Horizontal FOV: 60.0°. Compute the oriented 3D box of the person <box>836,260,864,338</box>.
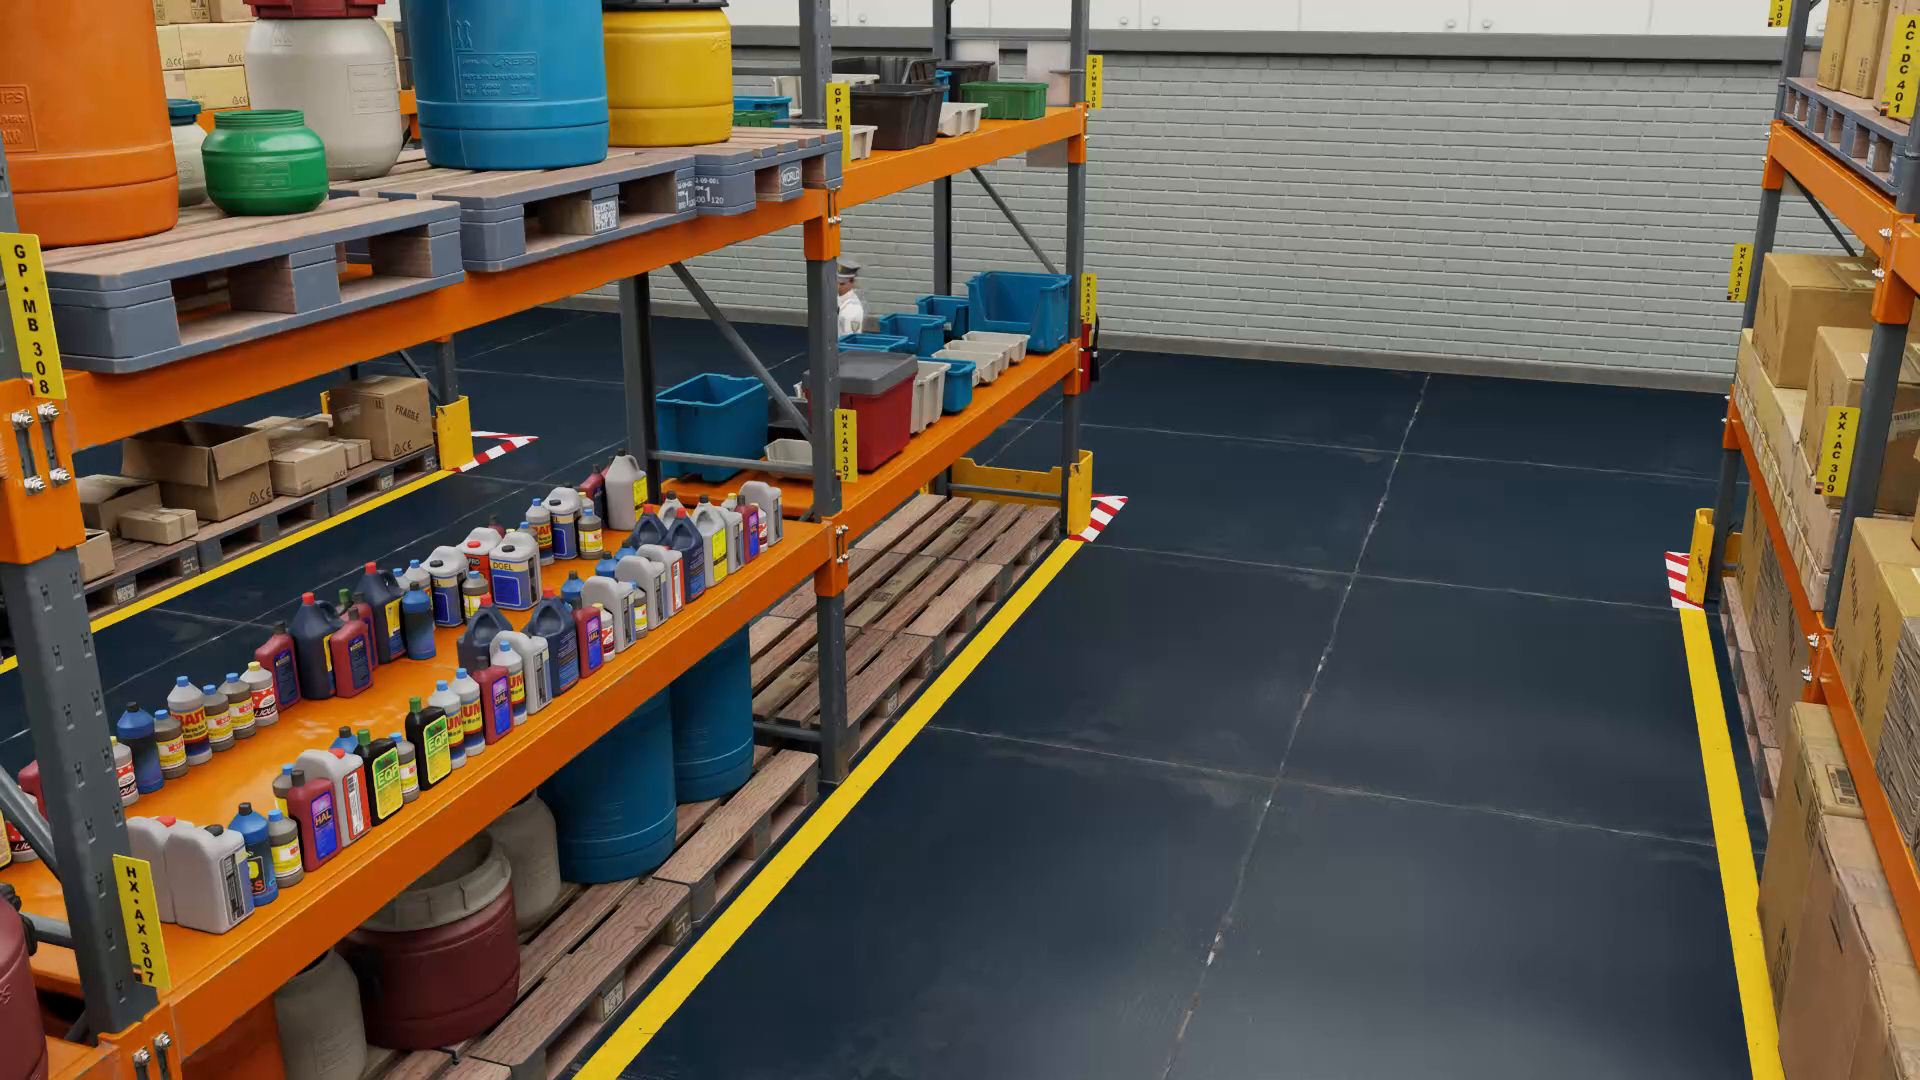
[{"bbox_3d":[-0.878,-1.305,12.417,0.968,1.597,0.554,-9,21,-26],"label":"person"}]
